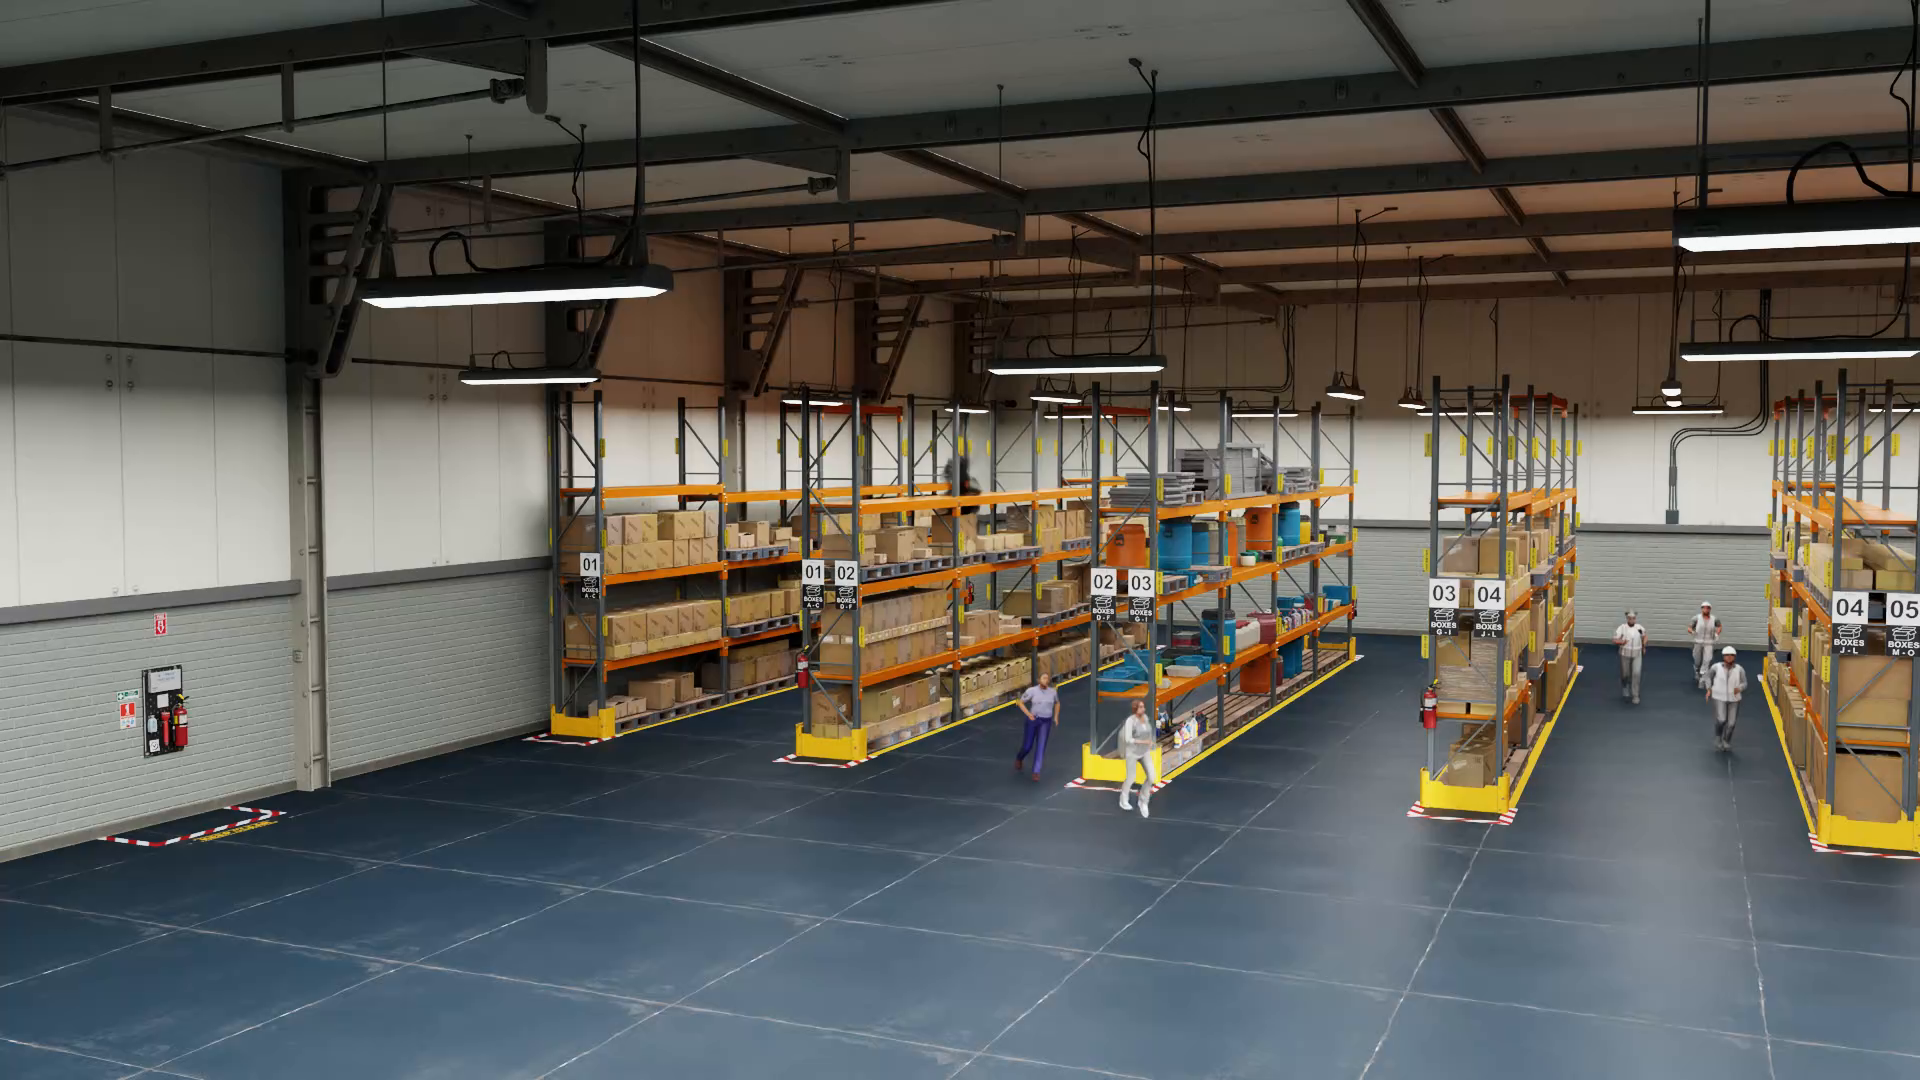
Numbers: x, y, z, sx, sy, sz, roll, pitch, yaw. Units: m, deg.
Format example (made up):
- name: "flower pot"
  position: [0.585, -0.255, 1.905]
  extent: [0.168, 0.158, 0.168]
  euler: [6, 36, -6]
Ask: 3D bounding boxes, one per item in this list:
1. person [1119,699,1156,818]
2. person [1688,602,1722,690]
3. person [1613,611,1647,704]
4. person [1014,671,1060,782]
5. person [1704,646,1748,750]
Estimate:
- name: "person"
  position: [2.426, 2.954, 22.603]
  extent: [0.503, 1.620, 0.760]
  euler: [-2, 4, -28]
- name: "person"
  position: [15.578, 2.188, 34.796]
  extent: [0.661, 1.797, 0.971]
  euler: [1, 3, 22]
- name: "person"
  position: [13.239, 2.280, 32.831]
  extent: [0.659, 1.791, 0.966]
  euler: [1, 3, 16]
- name: "person"
  position: [1.215, 2.808, 25.247]
  extent: [0.680, 1.597, 0.885]
  euler: [0, 3, -8]
- name: "person"
  position: [12.600, 2.606, 27.334]
  extent: [0.630, 1.721, 0.733]
  euler: [1, 3, 17]
